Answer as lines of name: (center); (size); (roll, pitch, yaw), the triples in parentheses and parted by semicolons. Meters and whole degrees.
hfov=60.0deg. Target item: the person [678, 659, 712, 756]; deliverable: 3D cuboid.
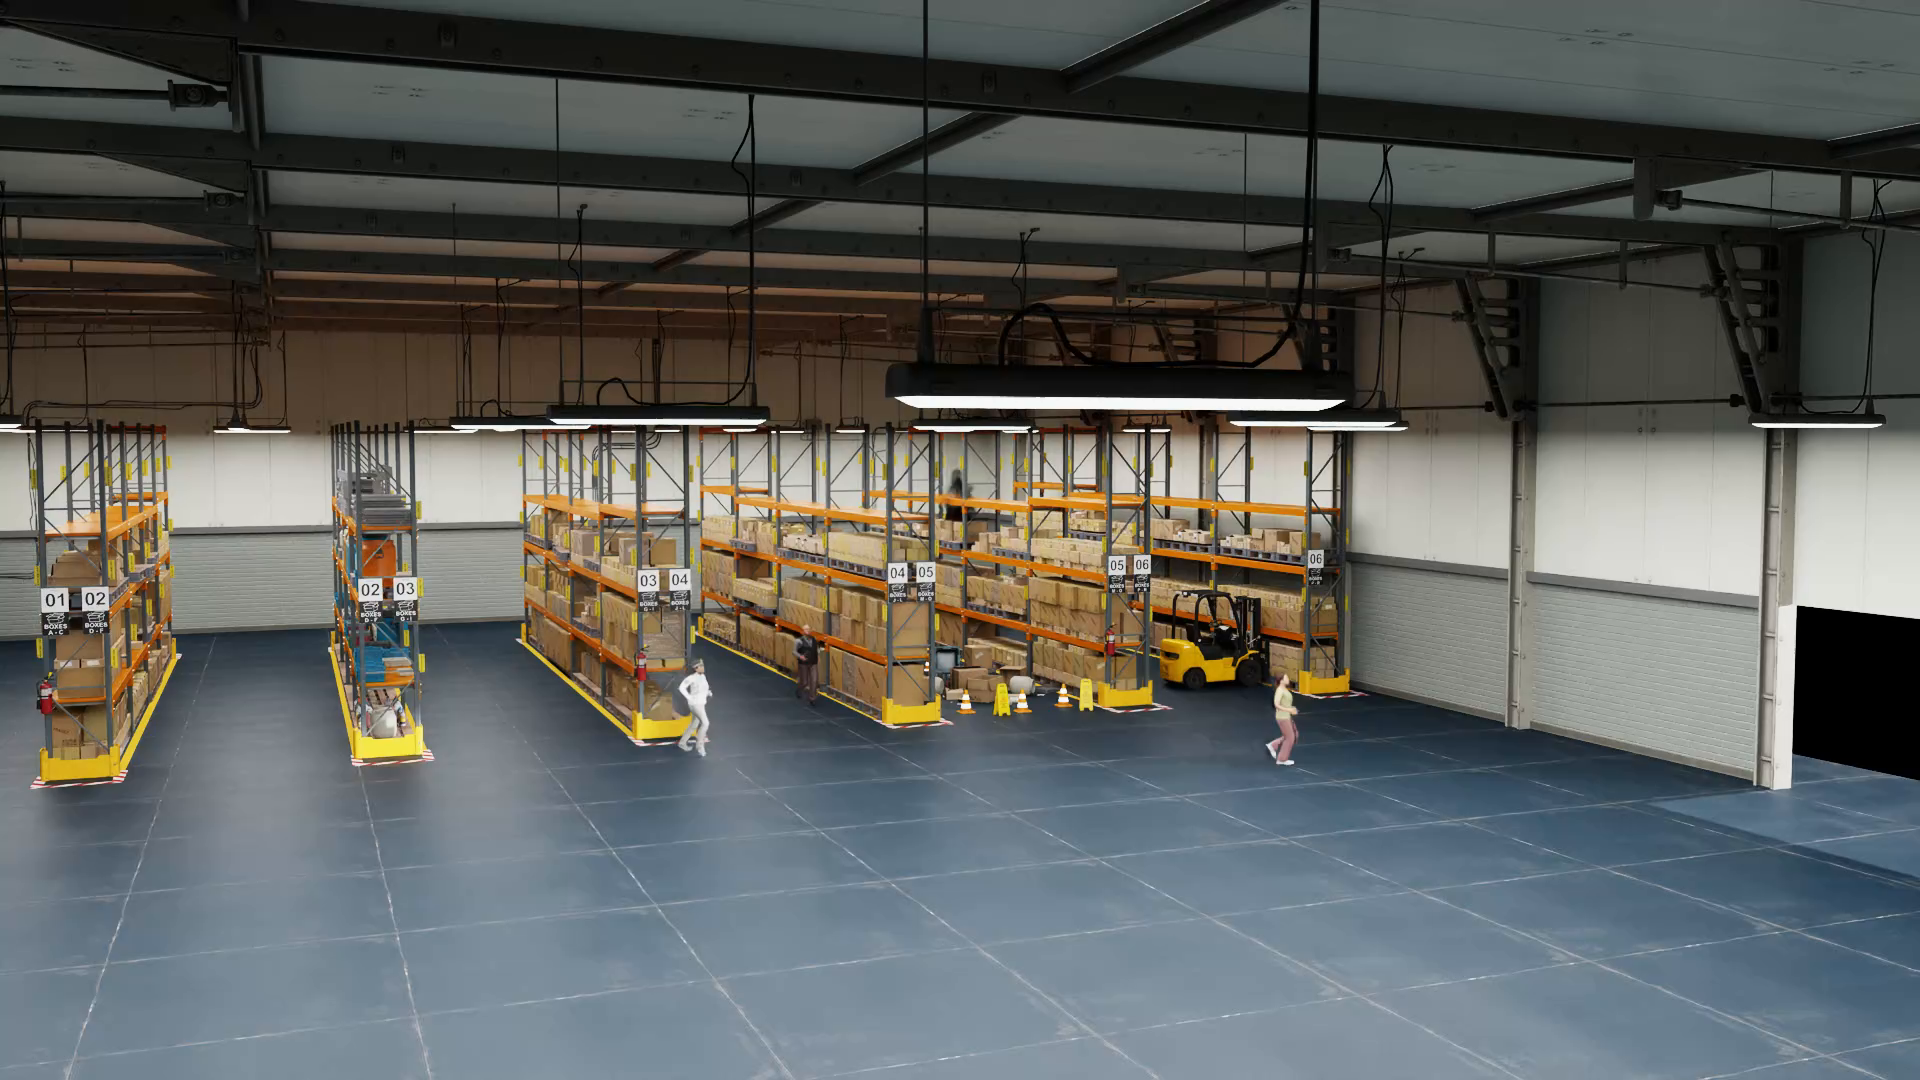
person: (-4.769, 3.009, 30.017); (0.635, 1.755, 0.635); (1, 4, 19)

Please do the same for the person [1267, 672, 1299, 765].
person: (5.618, 3.099, 28.930); (0.562, 1.620, 0.577); (1, 4, 20)

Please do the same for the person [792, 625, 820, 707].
person: (-3.252, 2.659, 35.372); (0.672, 1.709, 0.900); (-2, 4, -28)

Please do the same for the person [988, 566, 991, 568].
person: (0.783, 1.652, 46.406); (0.704, 1.811, 0.939); (-1, 4, -23)

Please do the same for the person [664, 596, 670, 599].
person: (-8.515, 1.885, 48.392); (0.680, 1.630, 0.964); (2, 4, 27)
